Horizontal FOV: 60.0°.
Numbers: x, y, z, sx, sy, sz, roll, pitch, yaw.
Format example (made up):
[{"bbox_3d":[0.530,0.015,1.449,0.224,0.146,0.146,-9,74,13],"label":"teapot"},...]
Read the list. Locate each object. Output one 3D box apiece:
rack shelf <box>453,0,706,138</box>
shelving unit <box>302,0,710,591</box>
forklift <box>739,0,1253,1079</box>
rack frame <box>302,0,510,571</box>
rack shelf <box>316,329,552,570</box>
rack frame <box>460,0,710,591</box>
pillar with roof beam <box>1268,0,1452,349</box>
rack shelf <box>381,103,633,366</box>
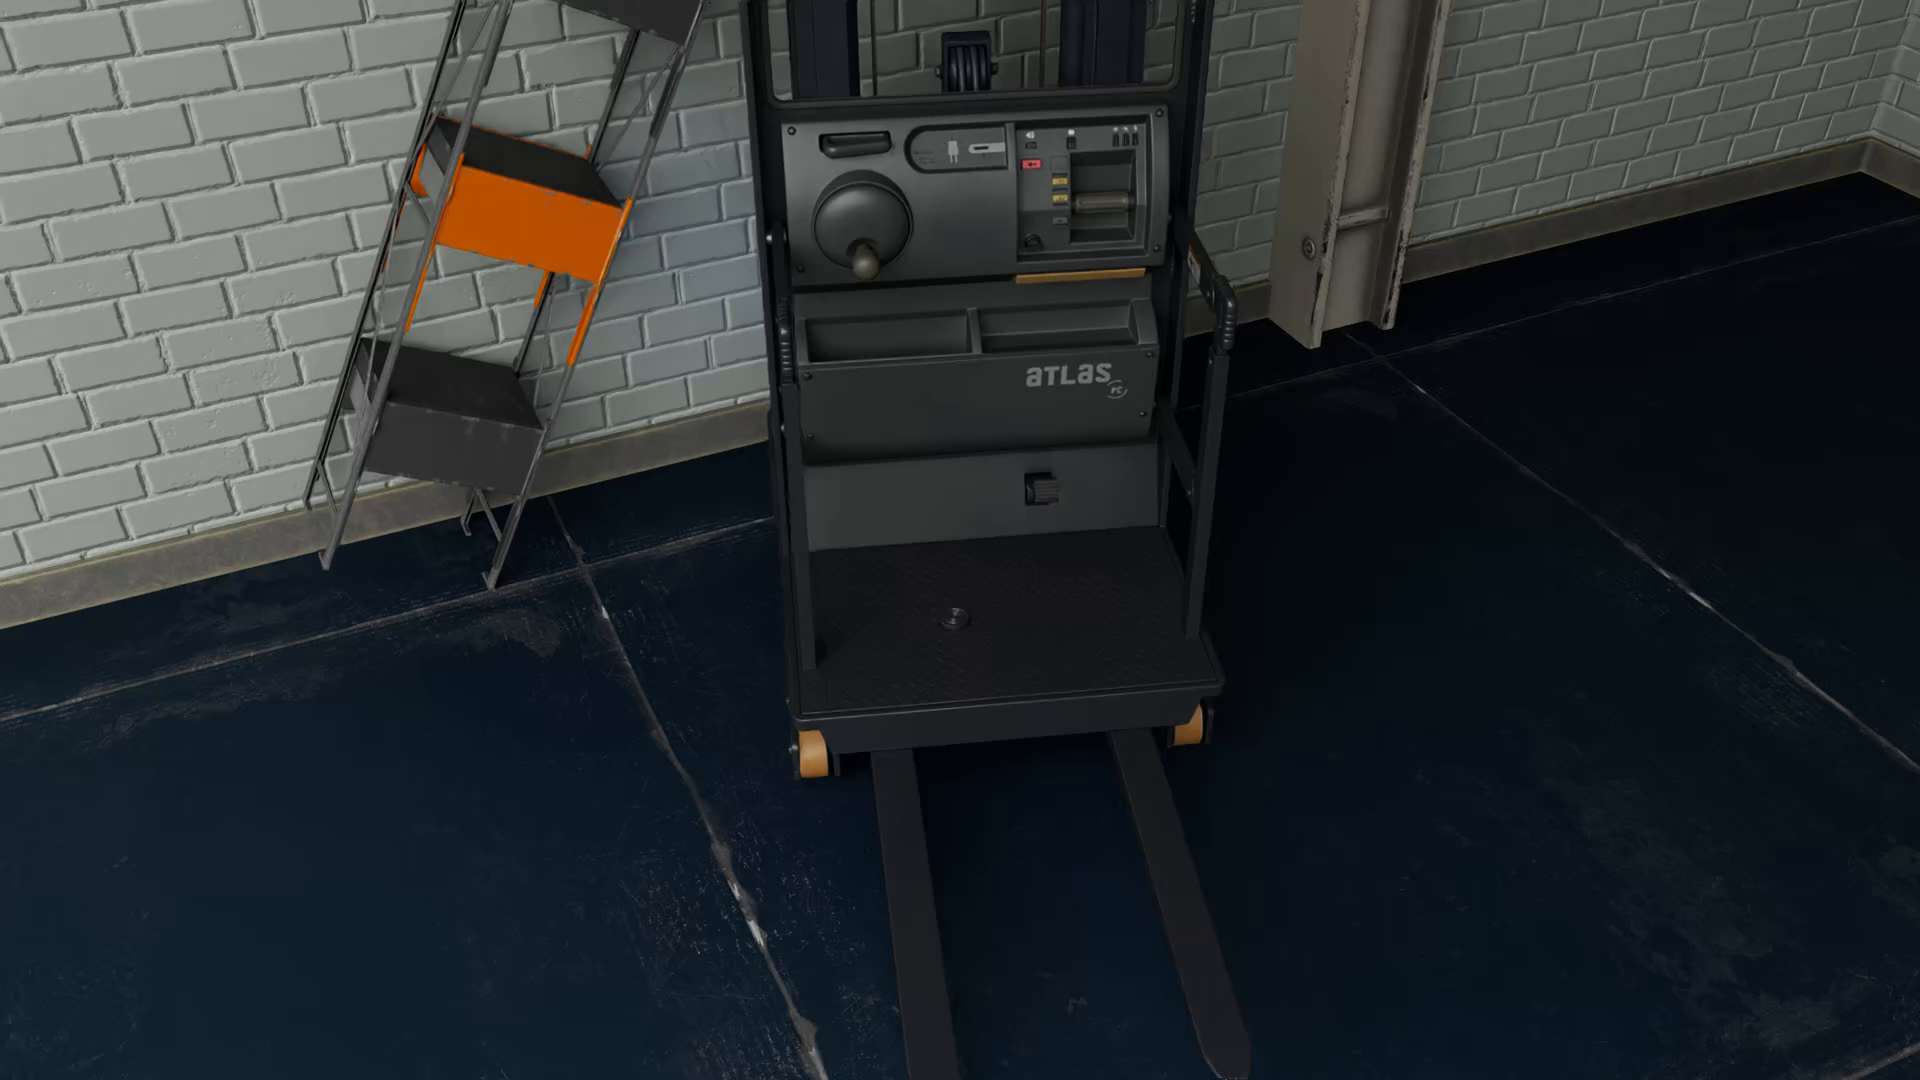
[{"bbox_3d":[-0.997,-1.439,4.394,0.480,0.518,0.431,9,27,-36],"label":"rack shelf"},{"bbox_3d":[-1.276,-0.865,4.647,0.503,2.100,0.431,9,27,-36],"label":"shelving unit"},{"bbox_3d":[0.073,-0.770,3.827,1.130,2.935,3.031,-4,37,-6],"label":"forklift"},{"bbox_3d":[-1.472,-0.898,4.505,0.015,2.100,0.400,9,27,-36],"label":"rack frame"},{"bbox_3d":[-1.565,-0.268,4.909,0.480,0.518,0.431,9,27,-36],"label":"rack shelf"},{"bbox_3d":[-1.080,-0.832,4.789,0.015,2.100,0.400,9,27,-36],"label":"rack frame"},{"bbox_3d":[3.245,-2.138,0.579,0.400,9.000,9.100,-16,39,-20],"label":"pillar with roof beam"},{"bbox_3d":[-1.281,-0.854,4.652,0.480,0.518,0.431,9,27,-36],"label":"rack shelf"}]
